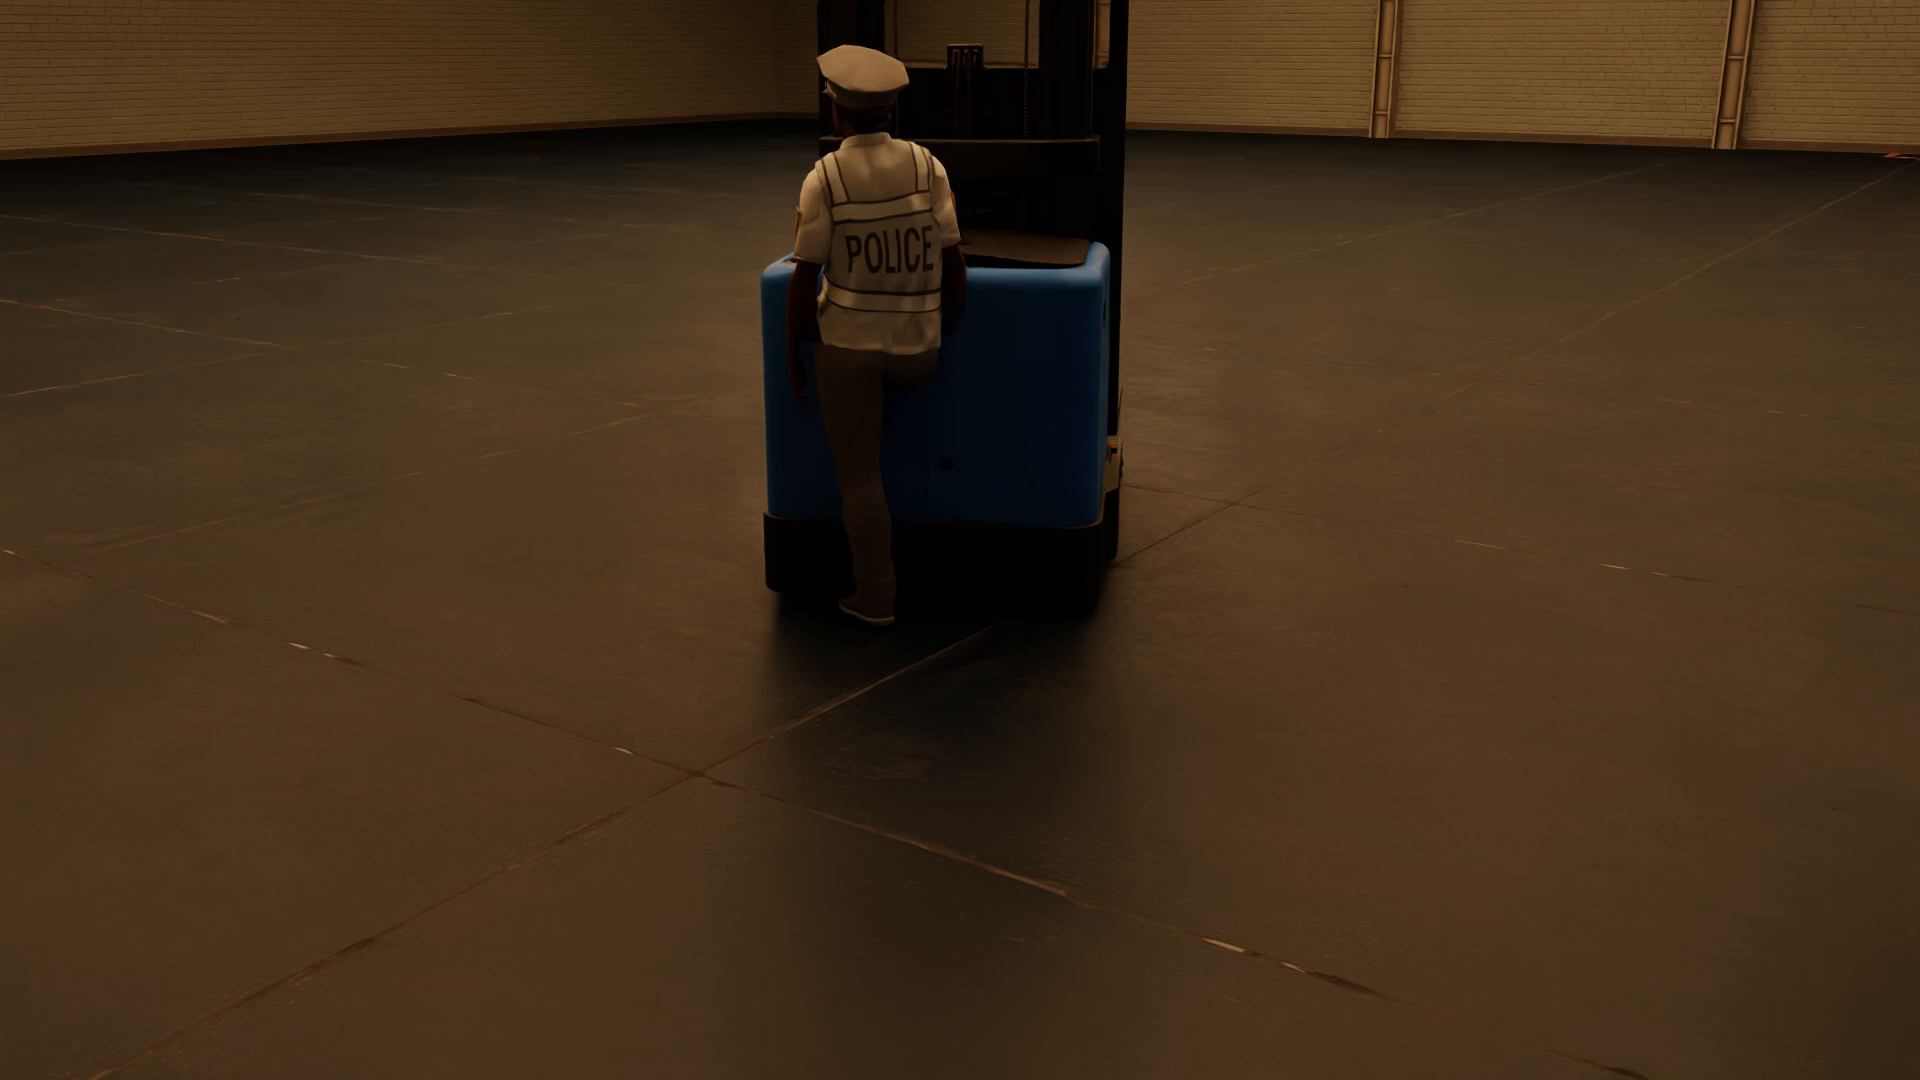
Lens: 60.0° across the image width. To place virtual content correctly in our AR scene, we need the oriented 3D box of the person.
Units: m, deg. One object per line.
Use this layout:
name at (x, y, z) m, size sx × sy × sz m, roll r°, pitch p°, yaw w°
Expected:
person at (-0.252, -0.585, 4.928) m, size 0.575 × 1.689 × 0.562 m, roll -5°, pitch 17°, yaw -17°

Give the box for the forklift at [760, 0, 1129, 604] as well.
forklift at (0.073, -1.585, 6.133) m, size 1.130 × 2.935 × 3.031 m, roll 2°, pitch 17°, yaw 6°
